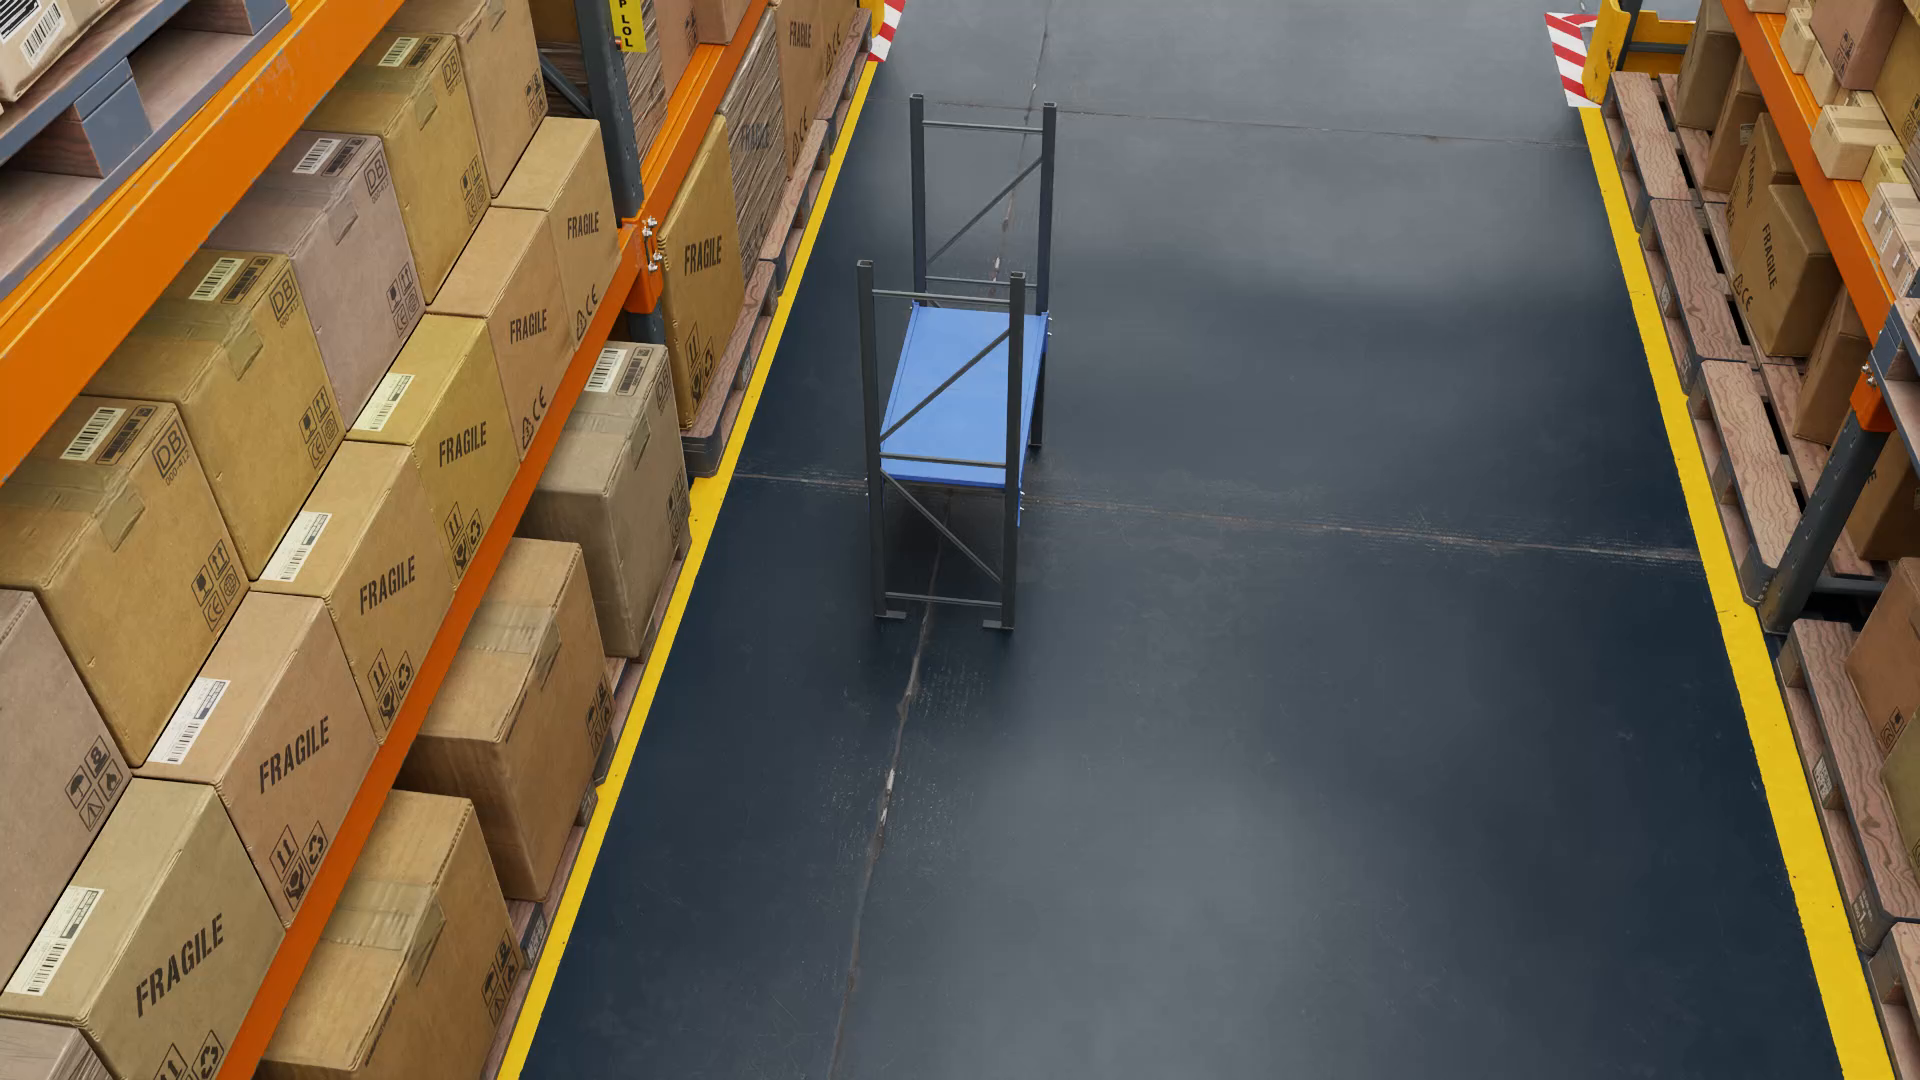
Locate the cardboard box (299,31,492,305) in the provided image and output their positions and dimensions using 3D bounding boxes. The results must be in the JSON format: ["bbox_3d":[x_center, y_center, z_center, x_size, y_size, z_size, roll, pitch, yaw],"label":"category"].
[{"bbox_3d":[-1.676,-0.979,4.303,0.700,0.500,0.500,5,44,5],"label":"cardboard box"}]

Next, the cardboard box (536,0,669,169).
[{"bbox_3d":[-1.513,-1.577,5.624,0.875,0.550,0.550,5,44,6],"label":"cardboard box"}]

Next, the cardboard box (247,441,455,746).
[{"bbox_3d":[-1.552,0.109,3.880,0.500,0.500,0.500,5,44,5],"label":"cardboard box"}]

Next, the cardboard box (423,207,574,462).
[{"bbox_3d":[-1.421,-0.582,4.610,0.500,0.500,0.500,5,44,5],"label":"cardboard box"}]

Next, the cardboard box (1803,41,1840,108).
[{"bbox_3d":[3.304,-1.679,6.025,0.380,0.149,0.250,5,44,6],"label":"cardboard box"}]

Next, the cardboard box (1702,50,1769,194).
[{"bbox_3d":[3.738,-1.886,7.573,0.500,0.500,0.500,16,46,16],"label":"cardboard box"}]

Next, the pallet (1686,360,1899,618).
[{"bbox_3d":[3.407,-0.198,6.306,1.003,0.211,1.213,5,44,6],"label":"pallet"}]

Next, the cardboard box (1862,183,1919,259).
[{"bbox_3d":[3.133,-1.001,5.309,0.380,0.149,0.250,5,44,6],"label":"cardboard box"}]

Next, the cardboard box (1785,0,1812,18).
[{"bbox_3d":[3.412,-2.016,6.380,0.380,0.149,0.250,5,44,6],"label":"cardboard box"}]

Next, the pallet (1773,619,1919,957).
[{"bbox_3d":[3.252,0.793,5.258,1.003,0.211,1.213,5,44,6],"label":"pallet"}]

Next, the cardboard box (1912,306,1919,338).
[{"bbox_3d":[3.109,-0.591,3.951,1.000,1.000,1.000,6,44,6],"label":"cardboard box"}]

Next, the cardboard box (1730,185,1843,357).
[{"bbox_3d":[3.518,-1.085,6.727,0.500,0.500,0.500,2,43,2],"label":"cardboard box"}]

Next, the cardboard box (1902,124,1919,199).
[{"bbox_3d":[3.474,-1.195,5.042,0.875,0.500,0.500,5,44,6],"label":"cardboard box"}]

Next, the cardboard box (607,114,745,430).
[{"bbox_3d":[-1.398,-1.073,6.441,0.875,0.875,0.875,6,44,6],"label":"cardboard box"}]

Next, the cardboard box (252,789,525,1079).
[{"bbox_3d":[-1.797,1.118,4.218,1.050,0.750,0.750,6,44,6],"label":"cardboard box"}]

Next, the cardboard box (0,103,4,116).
[{"bbox_3d":[-1.699,-0.582,2.232,0.500,0.250,0.500,6,44,7],"label":"cardboard box"}]

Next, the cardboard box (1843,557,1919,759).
[{"bbox_3d":[3.251,0.415,5.129,0.700,0.500,0.500,2,43,2],"label":"cardboard box"}]

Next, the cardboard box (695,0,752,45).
[{"bbox_3d":[-1.275,-2.311,6.400,0.875,0.550,0.550,5,44,6],"label":"cardboard box"}]

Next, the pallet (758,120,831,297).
[{"bbox_3d":[-1.213,-1.602,7.788,1.003,0.211,1.213,5,44,6],"label":"pallet"}]

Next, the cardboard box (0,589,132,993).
[{"bbox_3d":[-1.944,0.407,2.838,0.700,0.500,0.500,5,44,5],"label":"cardboard box"}]

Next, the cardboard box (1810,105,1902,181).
[{"bbox_3d":[3.148,-1.347,5.673,0.380,0.149,0.250,5,44,6],"label":"cardboard box"}]

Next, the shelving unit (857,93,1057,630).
[{"bbox_3d":[0.011,-0.603,5.796,0.538,1.500,1.048,5,44,6],"label":"shelving unit"}]

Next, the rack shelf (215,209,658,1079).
[{"bbox_3d":[-1.814,0.355,4.217,1.077,0.370,4.000,5,44,6],"label":"rack shelf"}]

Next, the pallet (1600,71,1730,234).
[{"bbox_3d":[3.729,-1.861,8.062,1.003,0.211,1.213,5,44,6],"label":"pallet"}]

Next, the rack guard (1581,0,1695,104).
[{"bbox_3d":[3.872,-2.516,8.544,1.175,0.500,0.348,5,44,6],"label":"rack guard"}]

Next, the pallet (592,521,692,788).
[{"bbox_3d":[-1.577,0.276,5.805,1.003,0.211,1.213,5,44,6],"label":"pallet"}]

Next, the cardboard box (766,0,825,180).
[{"bbox_3d":[-1.160,-2.309,7.746,0.875,0.875,0.875,5,44,5],"label":"cardboard box"}]

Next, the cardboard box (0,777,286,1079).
[{"bbox_3d":[-1.688,0.792,3.159,0.500,0.500,0.500,5,44,5],"label":"cardboard box"}]

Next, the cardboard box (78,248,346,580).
[{"bbox_3d":[-1.811,-0.291,3.576,0.700,0.500,0.500,5,44,5],"label":"cardboard box"}]

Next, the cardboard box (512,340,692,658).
[{"bbox_3d":[-1.543,-0.174,5.583,1.050,0.750,0.750,5,44,5],"label":"cardboard box"}]

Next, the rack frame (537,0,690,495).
[{"bbox_3d":[-1.550,-1.270,5.409,1.000,3.000,0.127,5,44,6],"label":"rack frame"}]

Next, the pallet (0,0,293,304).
[{"bbox_3d":[-1.901,-0.770,2.837,1.003,0.211,1.213,7,44,7],"label":"pallet"}]

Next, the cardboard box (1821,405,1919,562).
[{"bbox_3d":[3.446,-0.264,5.859,0.500,0.500,0.500,4,44,4],"label":"cardboard box"}]

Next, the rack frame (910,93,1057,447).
[{"bbox_3d":[0.078,-0.949,6.162,0.500,1.500,0.032,5,44,6],"label":"rack frame"}]

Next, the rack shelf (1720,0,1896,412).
[{"bbox_3d":[3.617,-1.852,6.547,1.077,0.370,4.000,5,44,6],"label":"rack shelf"}]

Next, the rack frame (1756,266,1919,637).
[{"bbox_3d":[3.353,-0.750,4.860,1.000,3.000,0.127,5,44,6],"label":"rack frame"}]

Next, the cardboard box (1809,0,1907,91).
[{"bbox_3d":[3.541,-1.883,5.768,0.875,0.500,0.500,5,44,6],"label":"cardboard box"}]

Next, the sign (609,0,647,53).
[{"bbox_3d":[-1.011,-1.619,4.993,0.100,0.325,0.005,5,44,6],"label":"sign"}]

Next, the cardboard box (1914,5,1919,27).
[{"bbox_3d":[3.140,-1.589,4.730,0.500,0.500,0.500,5,44,6],"label":"cardboard box"}]
